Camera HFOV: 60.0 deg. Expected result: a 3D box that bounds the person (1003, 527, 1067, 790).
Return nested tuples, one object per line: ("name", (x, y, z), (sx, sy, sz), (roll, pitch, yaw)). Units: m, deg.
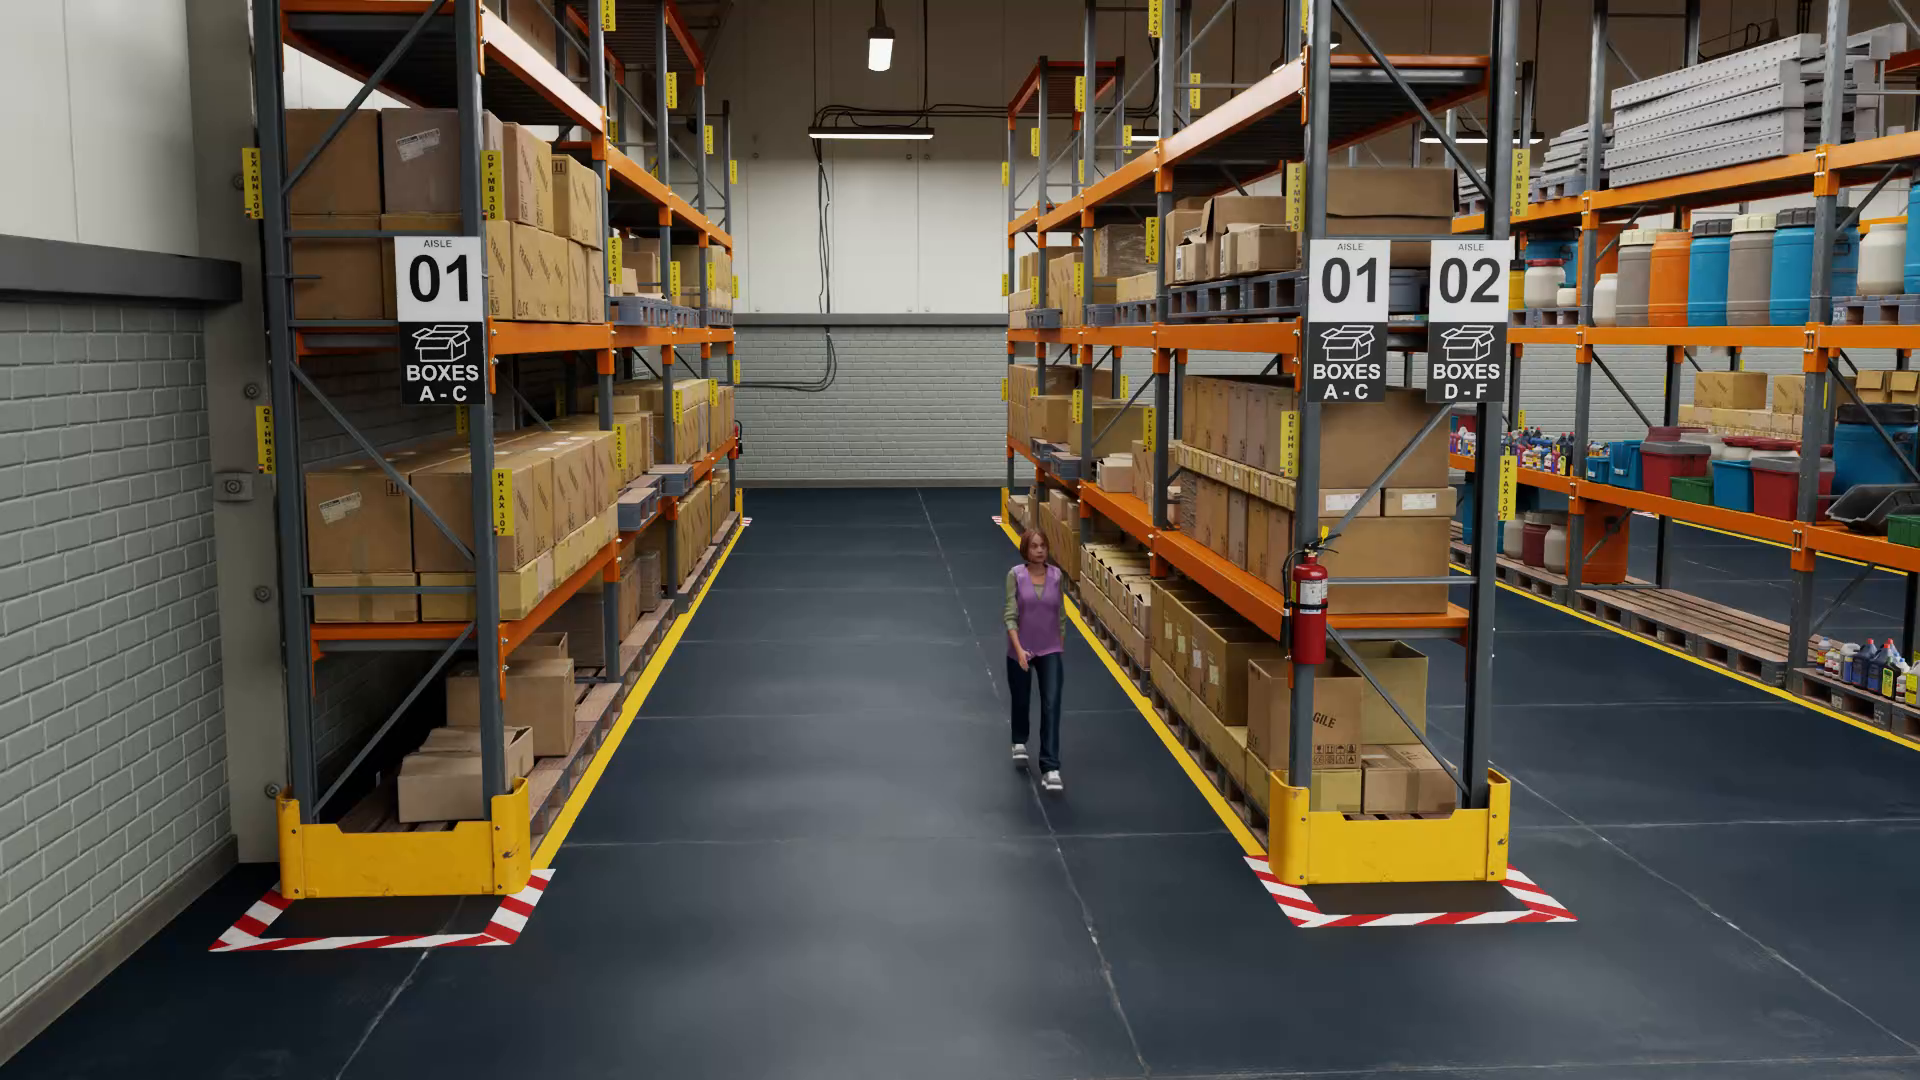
("person", (0.465, 0.688, 10.191), (0.407, 1.531, 0.981), (0, 7, -2))
